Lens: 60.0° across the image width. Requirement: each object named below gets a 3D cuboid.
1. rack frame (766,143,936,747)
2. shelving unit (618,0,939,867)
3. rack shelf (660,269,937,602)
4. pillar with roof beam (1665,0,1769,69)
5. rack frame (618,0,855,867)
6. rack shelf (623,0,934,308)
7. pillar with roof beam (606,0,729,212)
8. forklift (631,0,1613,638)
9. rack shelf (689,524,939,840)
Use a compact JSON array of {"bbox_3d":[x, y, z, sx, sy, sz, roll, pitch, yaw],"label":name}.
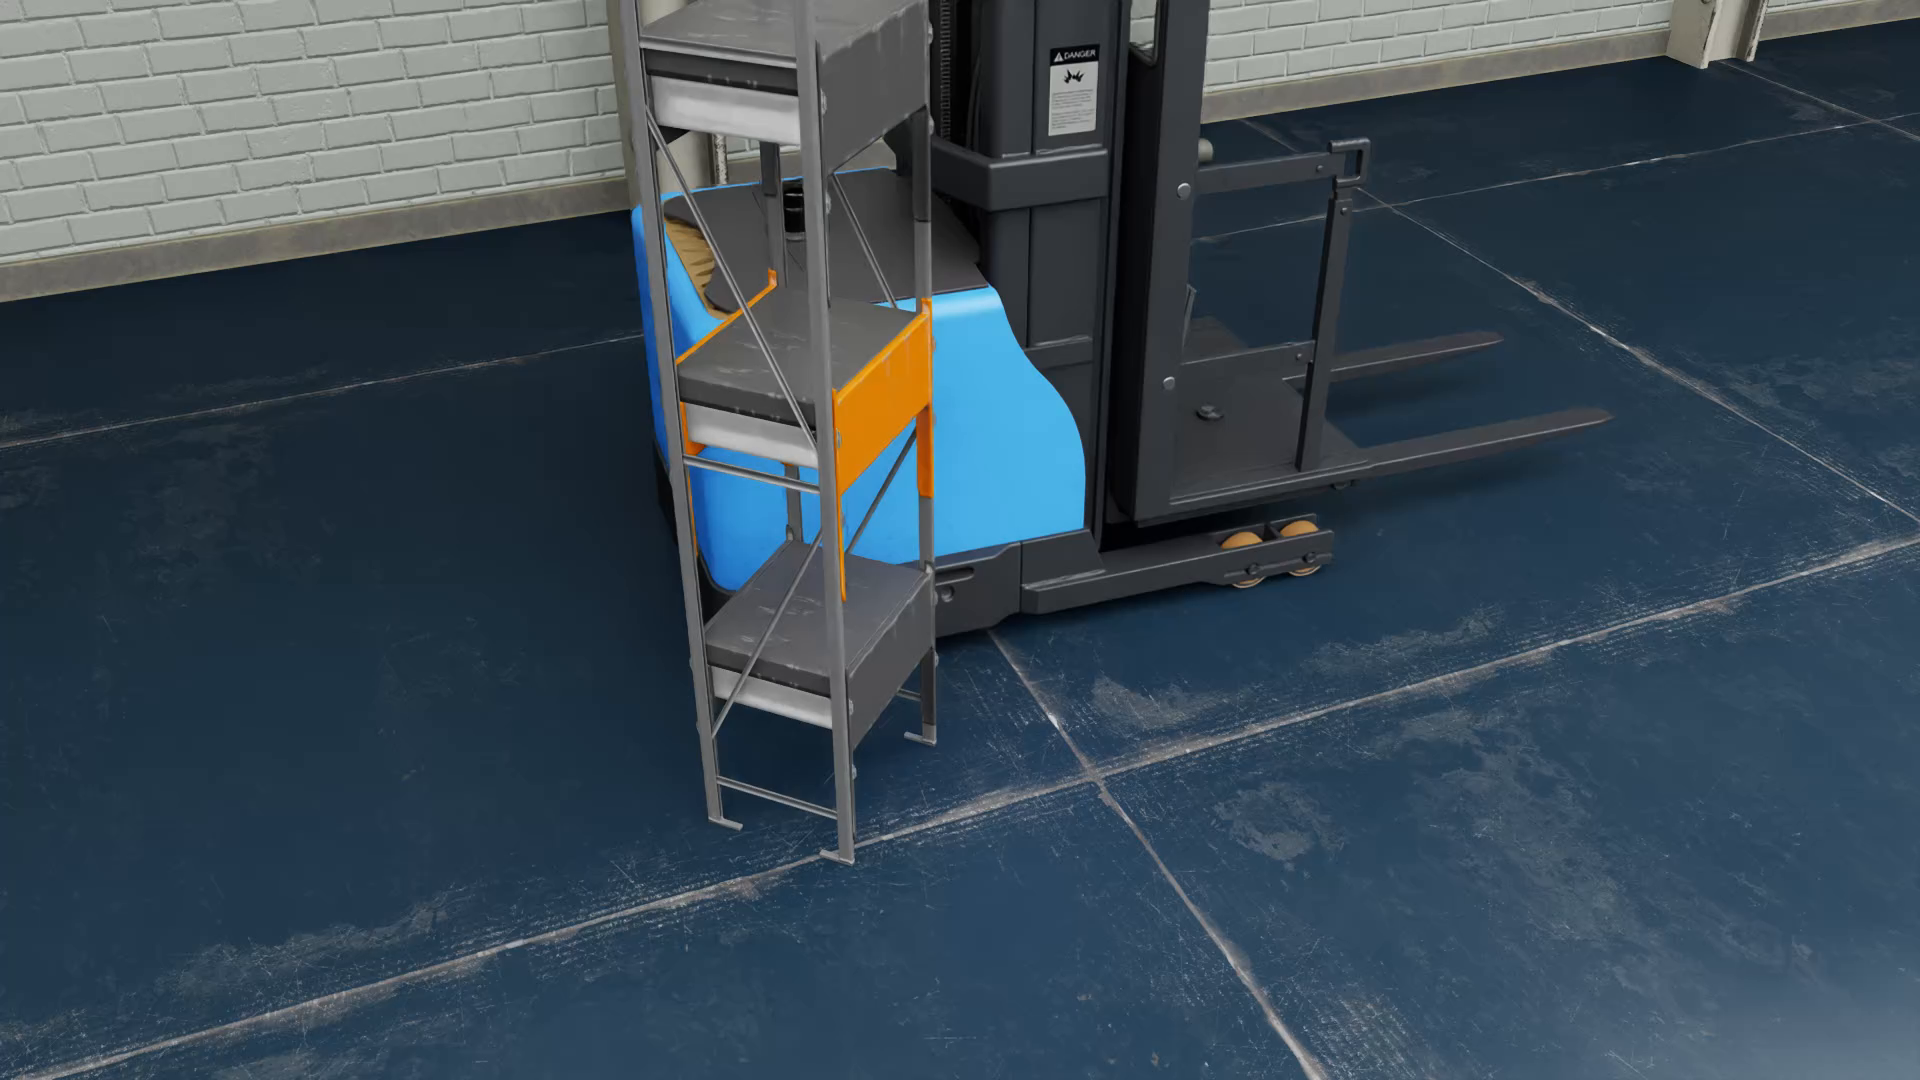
[{"bbox_3d":[-0.249,-0.379,3.907,0.400,2.100,0.015,13,35,19],"label":"rack frame"},{"bbox_3d":[-0.346,-0.257,3.720,0.431,2.100,0.503,13,35,19],"label":"shelving unit"},{"bbox_3d":[-0.346,-0.246,3.727,0.431,0.518,0.480,13,35,19],"label":"rack shelf"},{"bbox_3d":[5.930,-4.363,3.705,0.400,9.000,9.100,-13,35,-19],"label":"pillar with roof beam"},{"bbox_3d":[-0.442,-0.135,3.532,0.400,2.100,0.015,13,35,19],"label":"rack frame"},{"bbox_3d":[-0.346,-0.832,3.345,0.431,0.518,0.480,13,35,19],"label":"rack shelf"},{"bbox_3d":[0.398,-3.096,1.758,0.400,9.000,9.100,-13,35,-19],"label":"pillar with roof beam"},{"bbox_3d":[0.610,-1.345,4.629,3.031,2.935,1.130,-11,35,-16],"label":"forklift"},{"bbox_3d":[-0.346,0.341,4.109,0.431,0.518,0.480,13,35,19],"label":"rack shelf"}]
